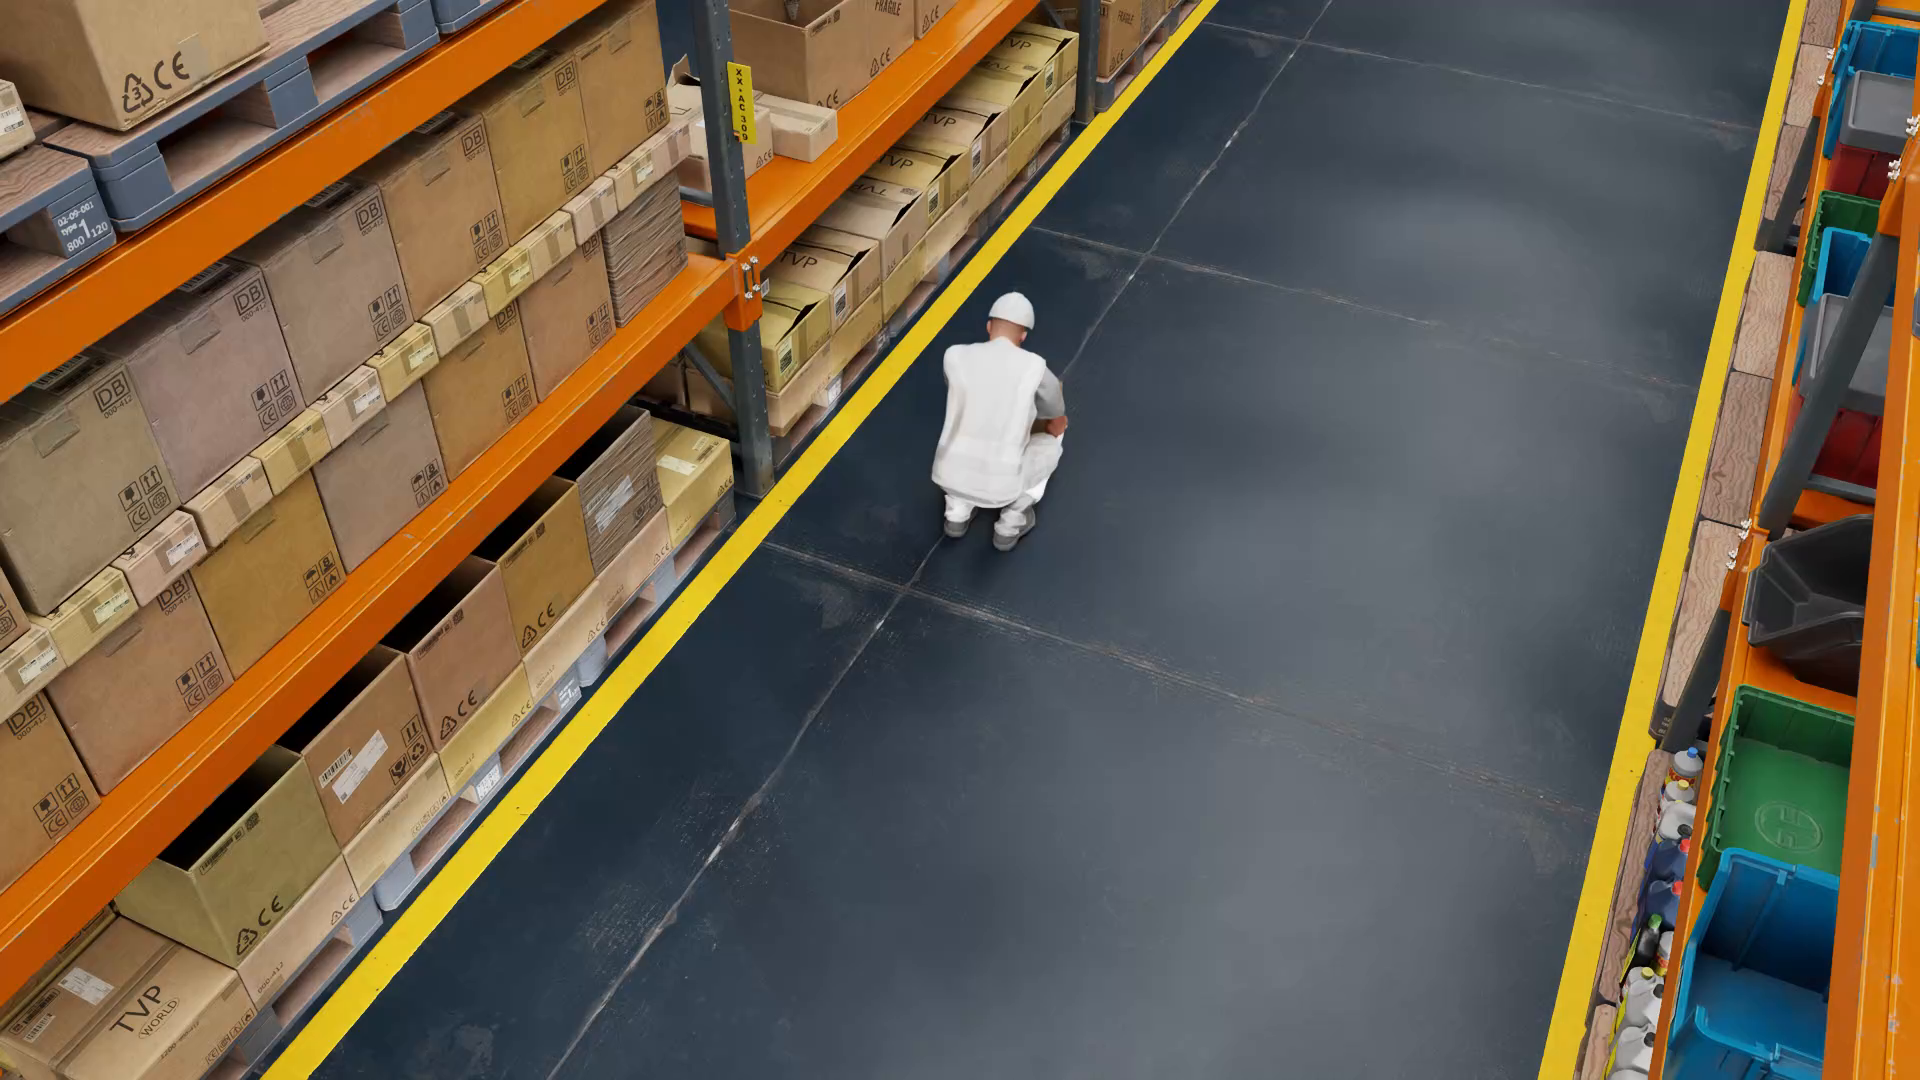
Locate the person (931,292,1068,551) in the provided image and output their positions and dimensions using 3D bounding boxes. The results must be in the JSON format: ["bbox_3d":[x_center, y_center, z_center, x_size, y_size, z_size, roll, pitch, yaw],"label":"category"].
[{"bbox_3d":[0.163,-0.521,7.333,0.565,0.994,0.864,17,44,18],"label":"person"}]
